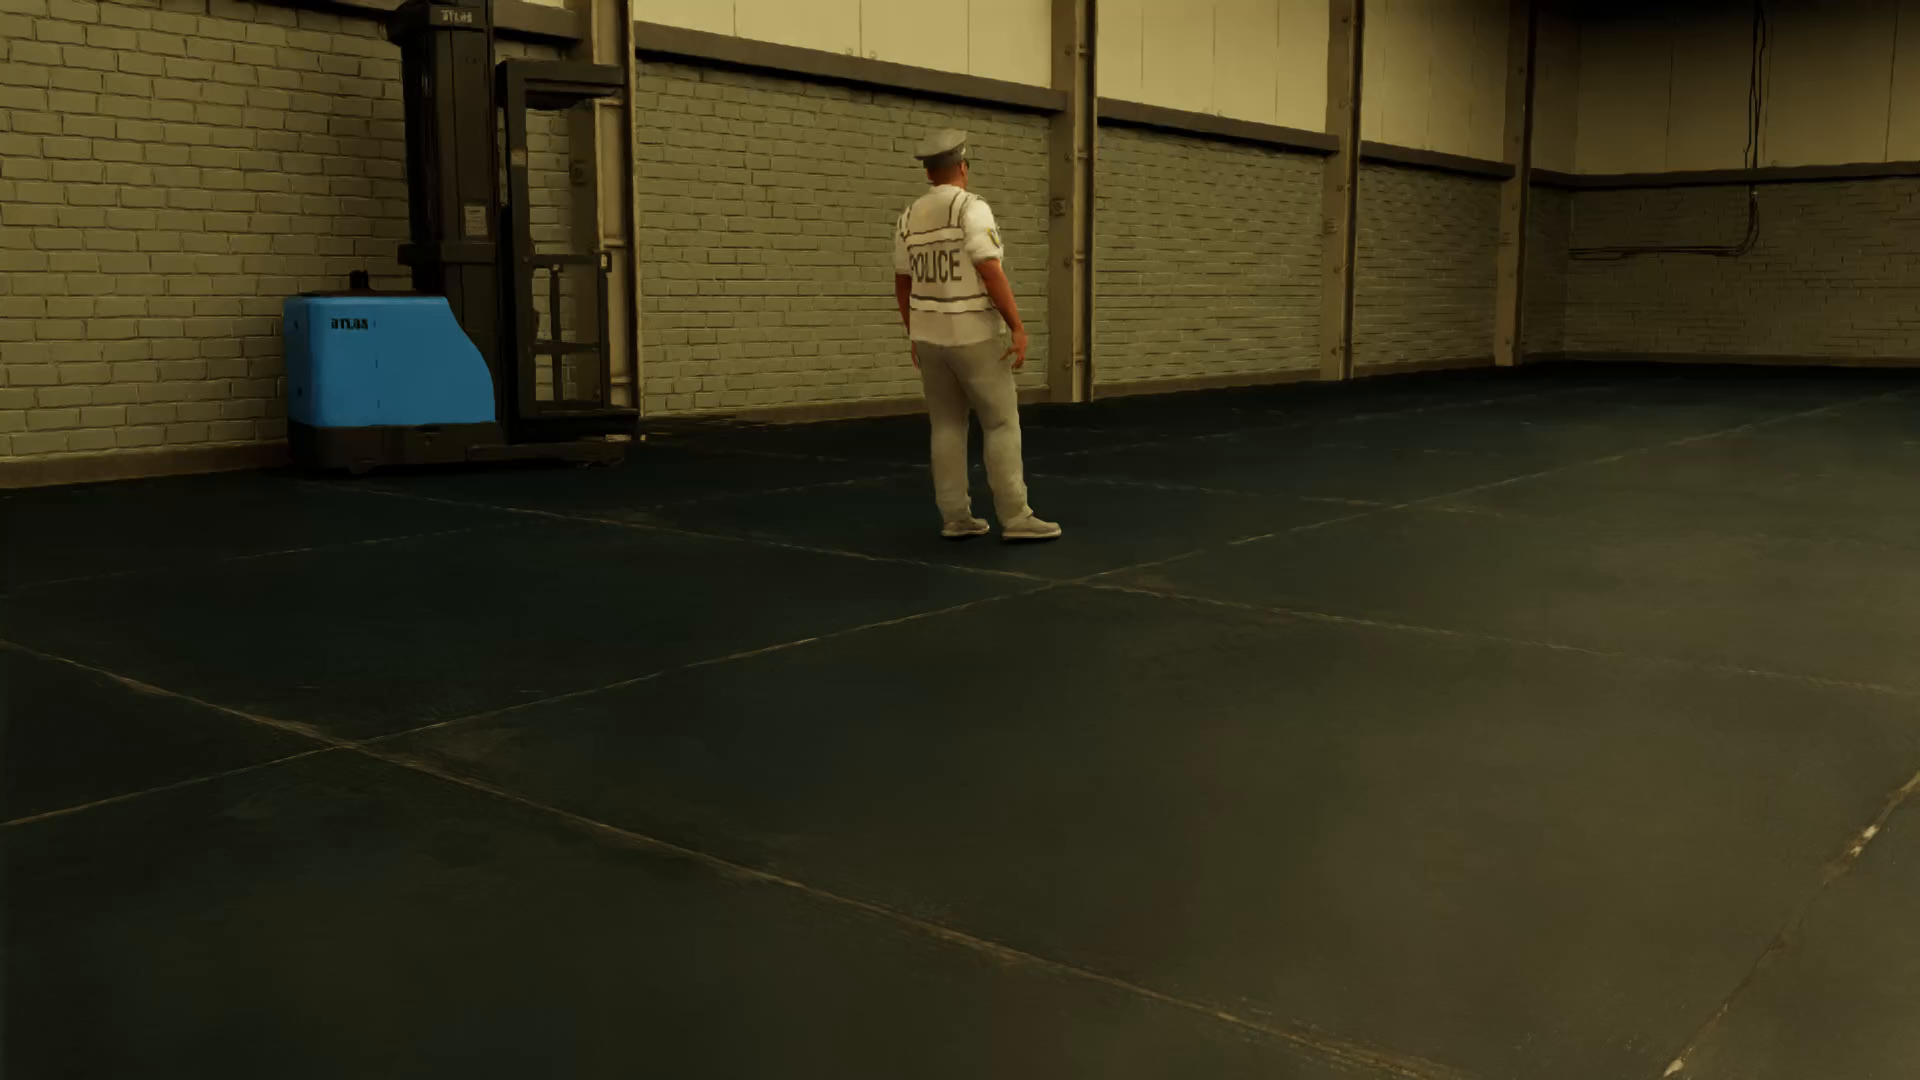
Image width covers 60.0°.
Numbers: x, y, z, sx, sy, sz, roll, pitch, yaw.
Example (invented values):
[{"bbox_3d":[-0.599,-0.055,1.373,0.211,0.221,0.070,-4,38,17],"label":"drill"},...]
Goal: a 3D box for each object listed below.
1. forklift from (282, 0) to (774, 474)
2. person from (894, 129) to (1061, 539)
[{"bbox_3d":[-2.747,-1.975,10.778,3.031,2.935,1.130,-5,10,-31],"label":"forklift"},{"bbox_3d":[0.058,-0.896,7.328,0.640,1.778,0.574,7,11,38],"label":"person"}]
